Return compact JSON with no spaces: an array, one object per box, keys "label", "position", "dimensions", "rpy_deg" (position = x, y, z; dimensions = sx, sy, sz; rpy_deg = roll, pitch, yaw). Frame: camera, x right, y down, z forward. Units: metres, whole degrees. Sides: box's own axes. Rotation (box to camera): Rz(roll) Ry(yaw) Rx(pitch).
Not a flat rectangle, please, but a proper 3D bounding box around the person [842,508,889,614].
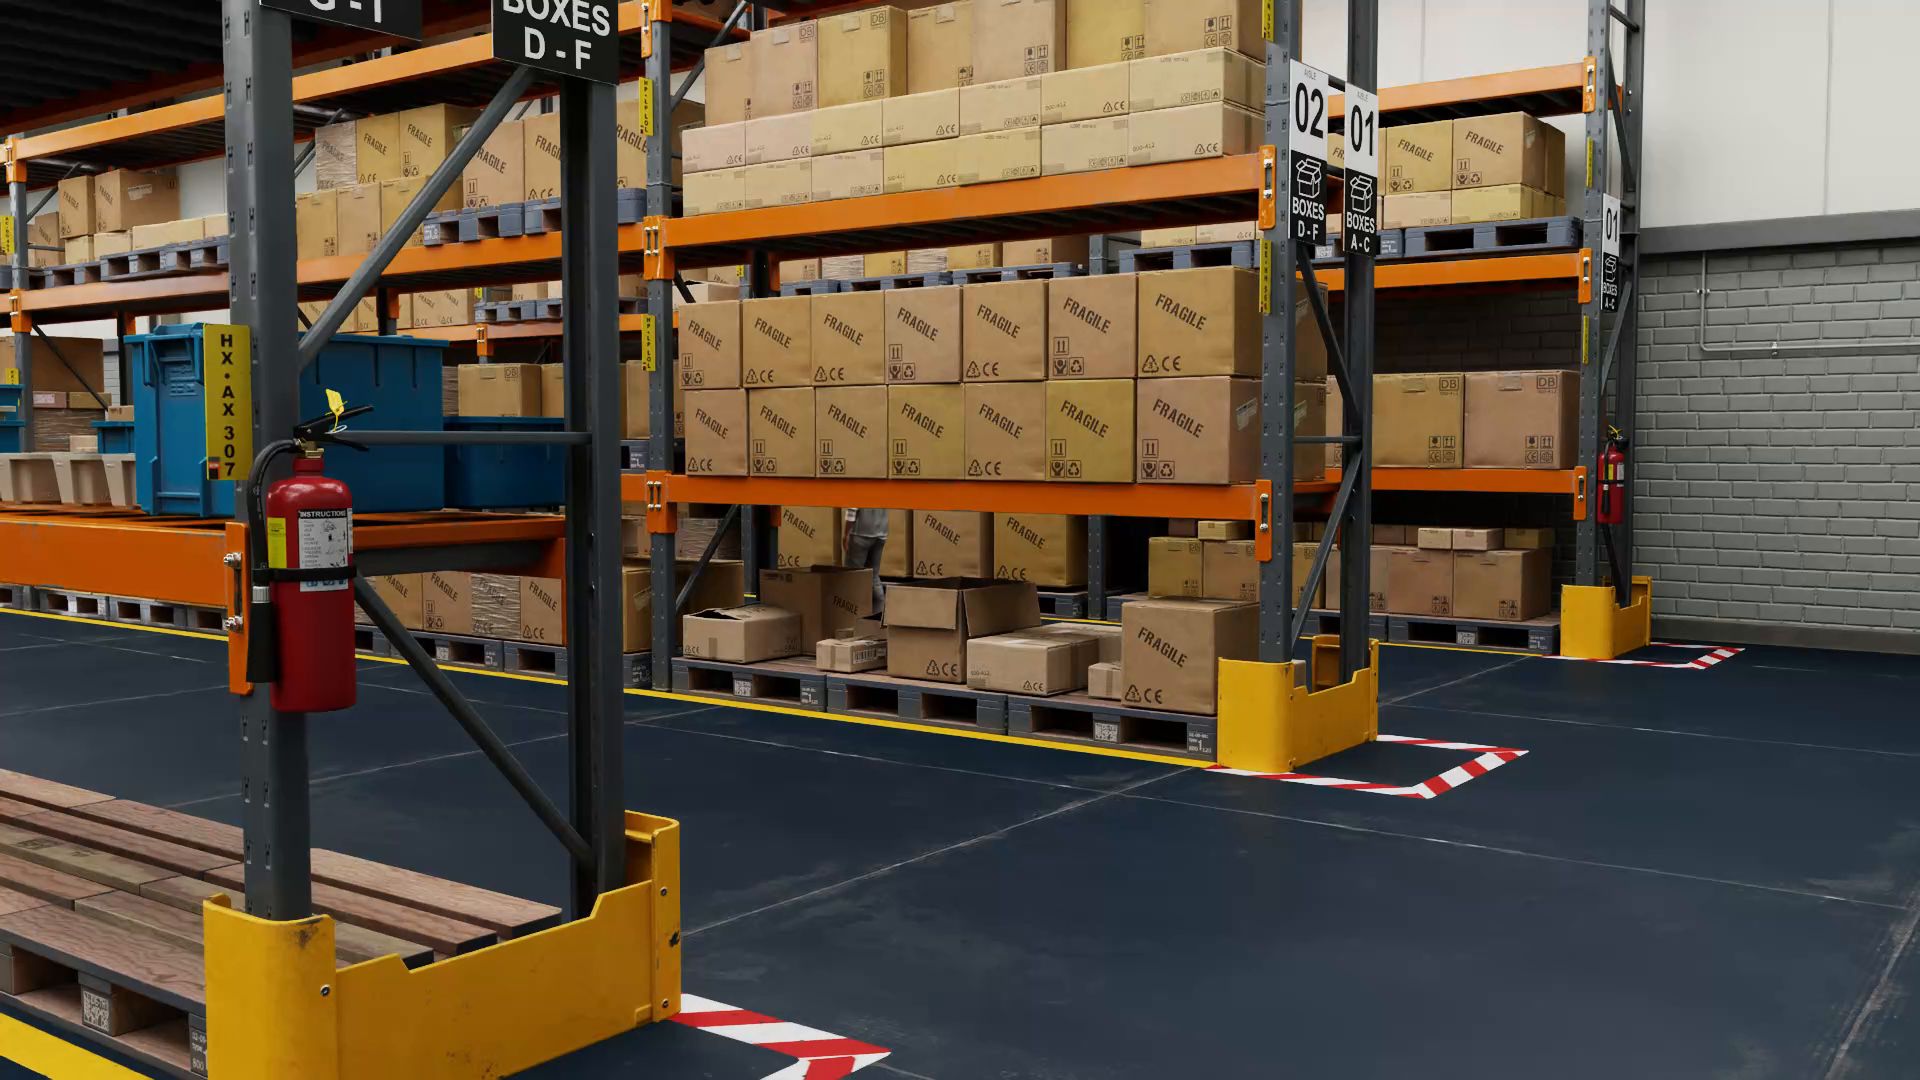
[{"label":"person","position":[-0.723,-0.037,12.521],"dimensions":[0.348,1.592,0.476],"rpy_deg":[2,4,33]}]
